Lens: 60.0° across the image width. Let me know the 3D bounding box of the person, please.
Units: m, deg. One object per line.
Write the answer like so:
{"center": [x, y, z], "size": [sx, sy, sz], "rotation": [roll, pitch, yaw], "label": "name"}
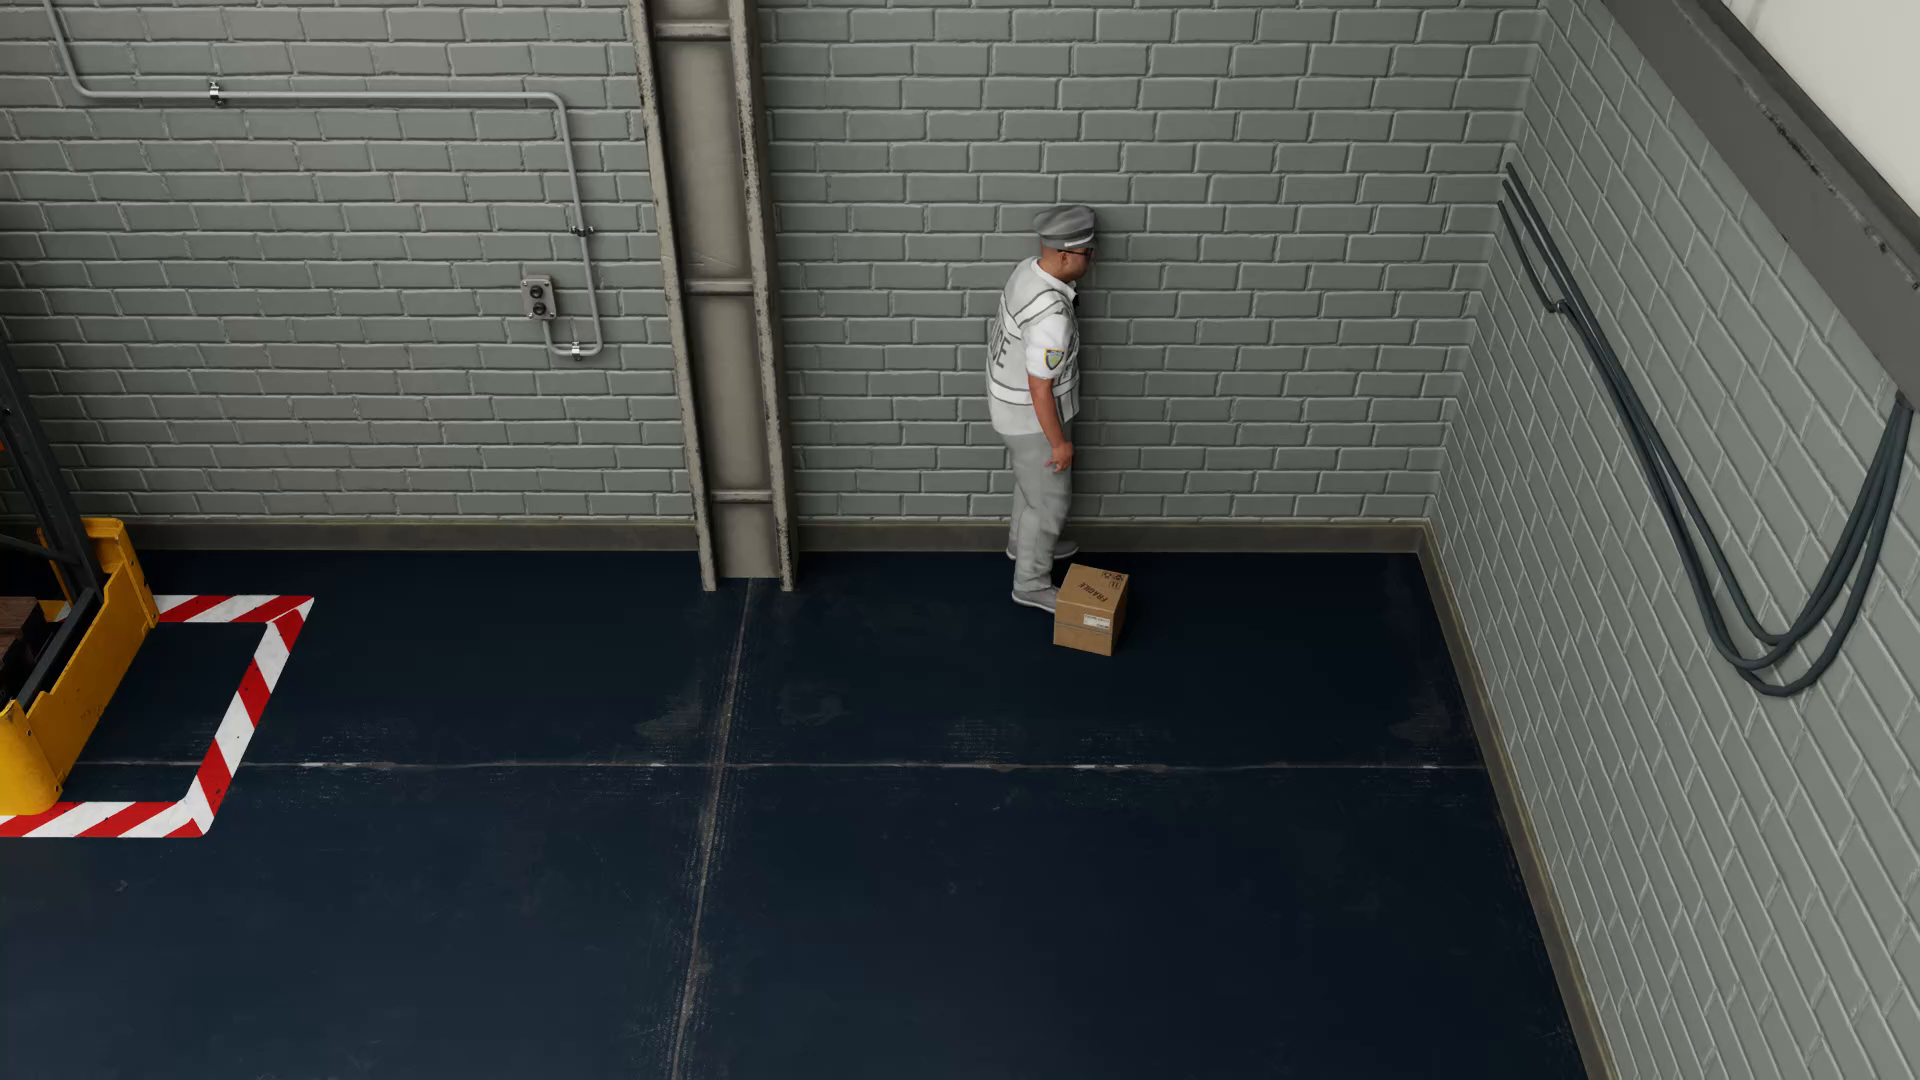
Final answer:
{"center": [0.325, -0.537, 6.802], "size": [0.431, 1.751, 0.607], "rotation": [-2, 39, -2], "label": "person"}
